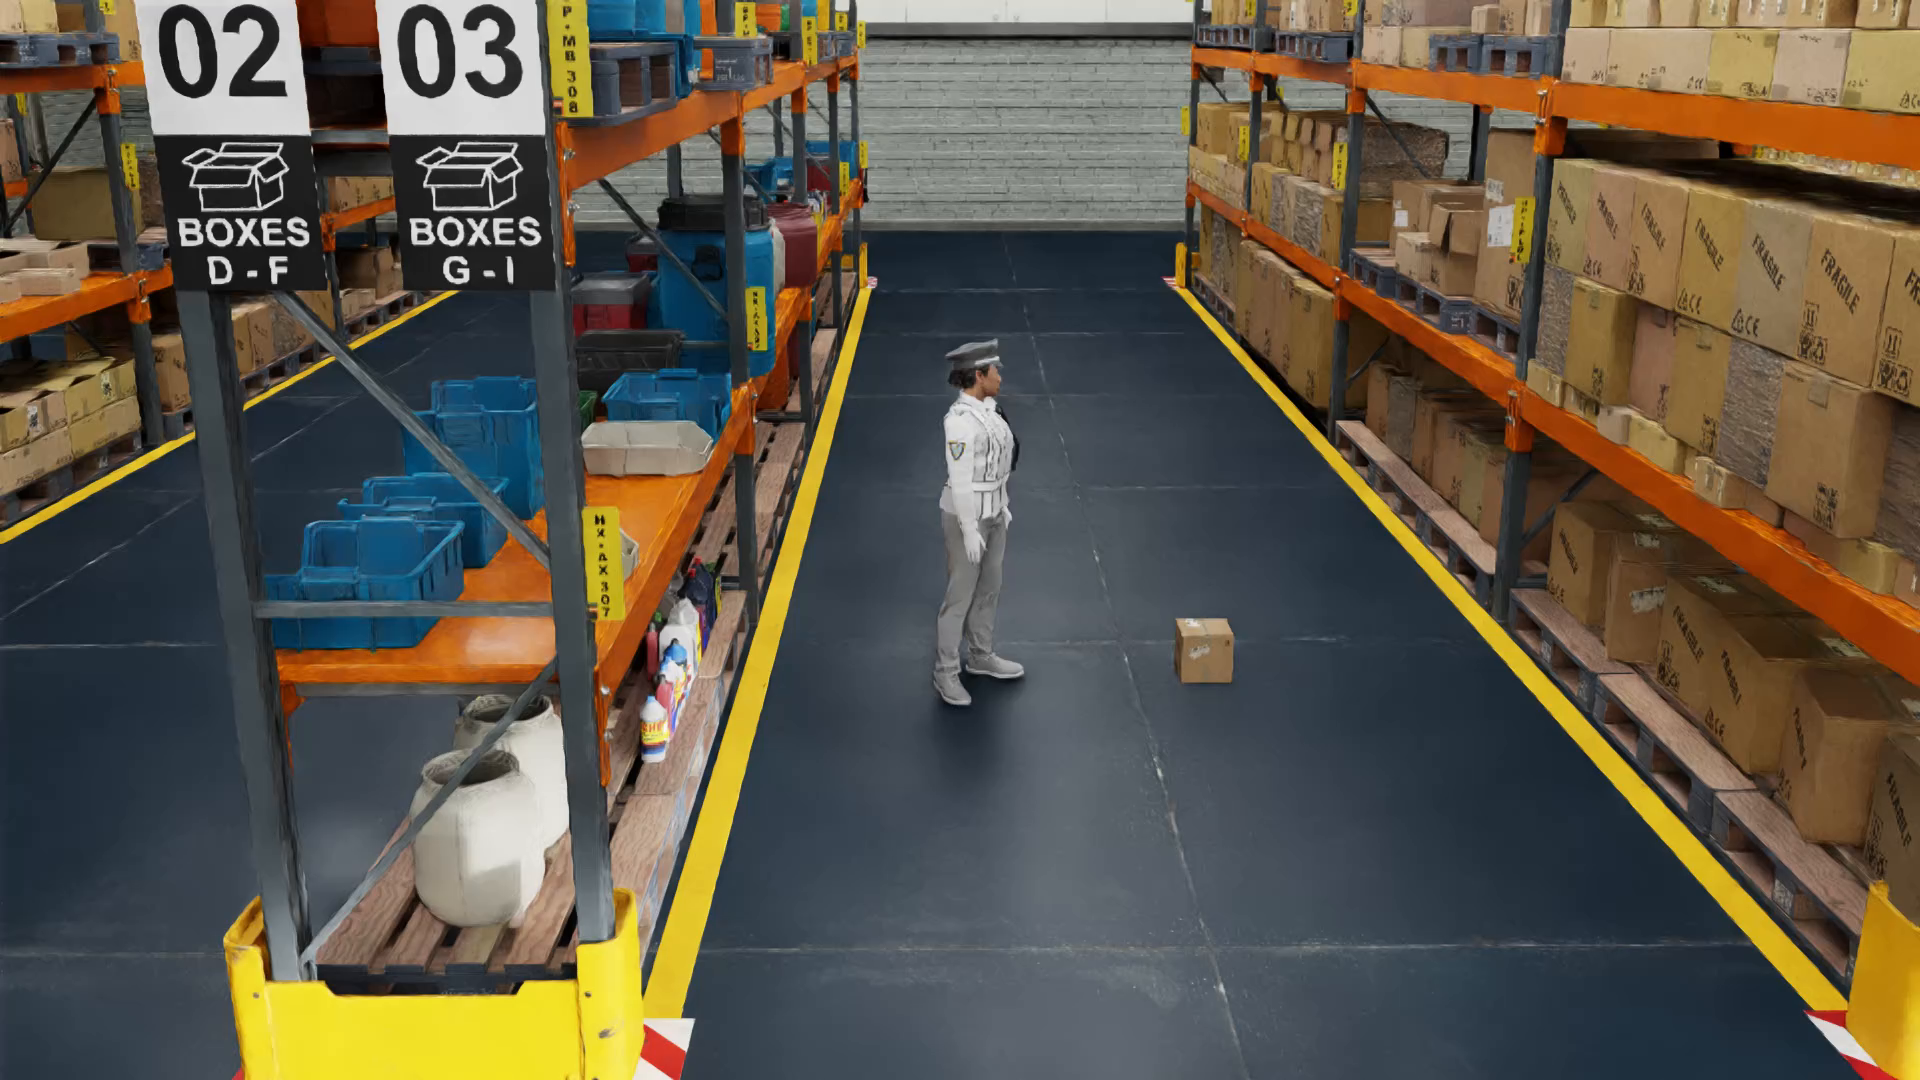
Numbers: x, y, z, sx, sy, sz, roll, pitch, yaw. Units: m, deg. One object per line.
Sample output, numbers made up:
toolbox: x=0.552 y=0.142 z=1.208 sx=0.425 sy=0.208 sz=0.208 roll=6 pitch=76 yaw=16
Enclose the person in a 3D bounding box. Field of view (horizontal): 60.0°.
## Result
person: x=0.083 y=-0.106 z=7.778 sx=0.355 sy=1.683 sz=0.577 roll=6 pitch=18 yaw=20
